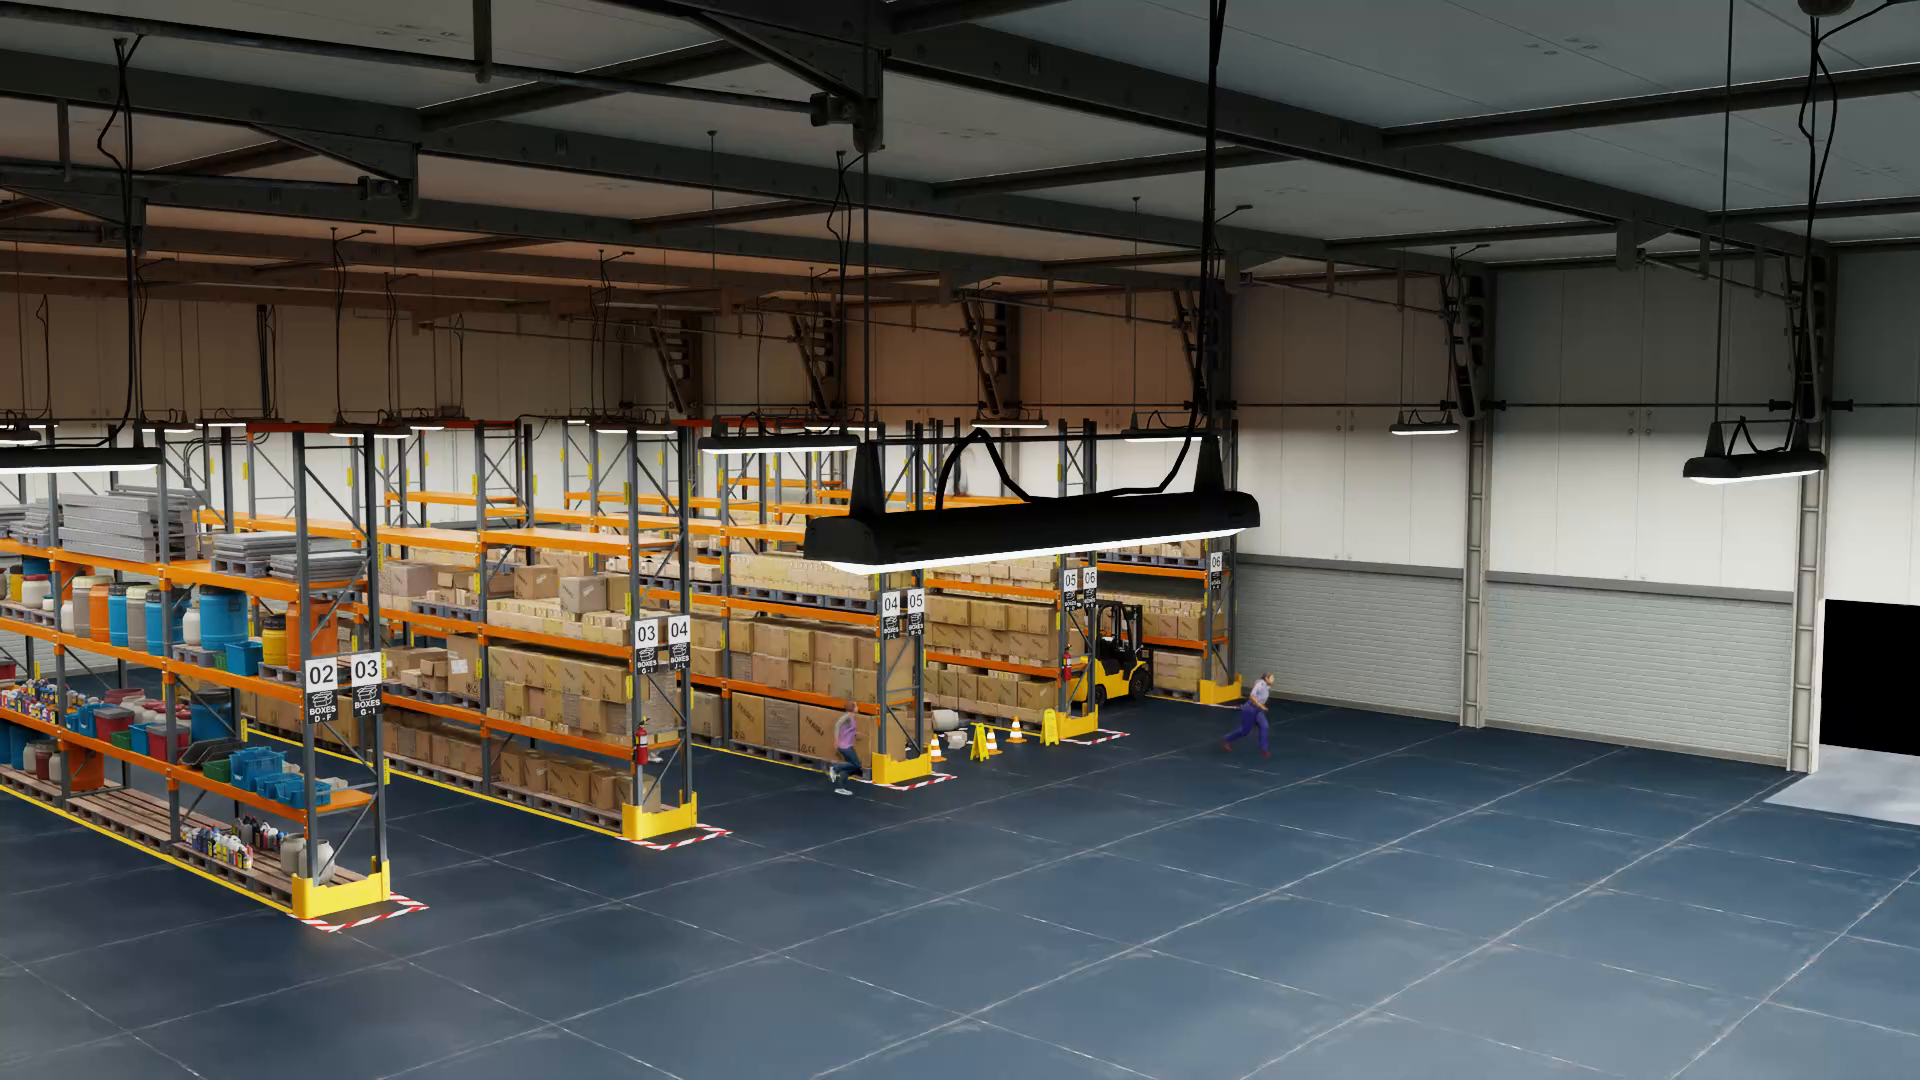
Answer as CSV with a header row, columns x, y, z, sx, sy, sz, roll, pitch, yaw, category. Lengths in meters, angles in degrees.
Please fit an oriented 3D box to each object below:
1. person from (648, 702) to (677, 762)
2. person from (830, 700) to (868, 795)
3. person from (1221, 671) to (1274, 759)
x,y,z,sx,sy,sz,roll,pitch,yaw,category
-5.261,3.119,29.289,0.641,1.603,0.557,3,5,30,person
-1.808,3.366,26.991,0.615,1.550,0.573,1,5,7,person
5.182,3.129,29.917,0.975,1.613,0.642,2,5,20,person
